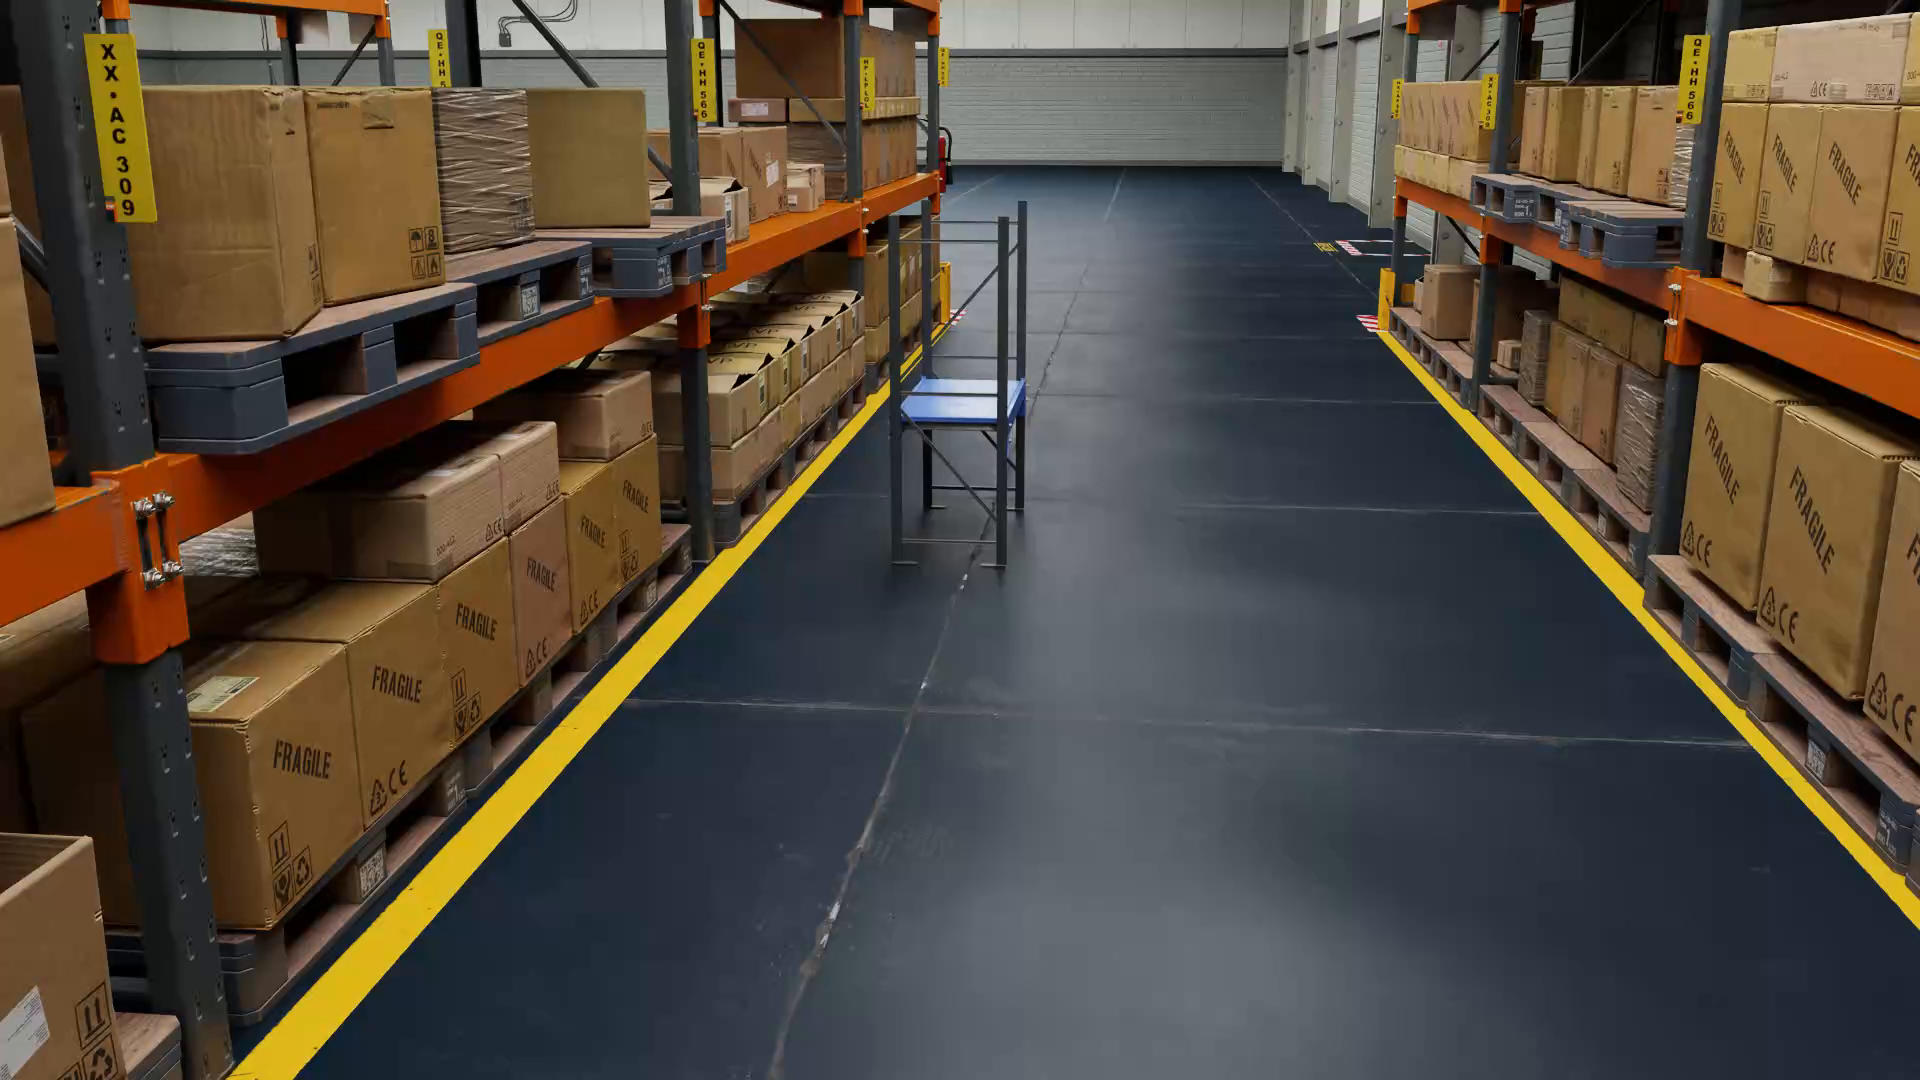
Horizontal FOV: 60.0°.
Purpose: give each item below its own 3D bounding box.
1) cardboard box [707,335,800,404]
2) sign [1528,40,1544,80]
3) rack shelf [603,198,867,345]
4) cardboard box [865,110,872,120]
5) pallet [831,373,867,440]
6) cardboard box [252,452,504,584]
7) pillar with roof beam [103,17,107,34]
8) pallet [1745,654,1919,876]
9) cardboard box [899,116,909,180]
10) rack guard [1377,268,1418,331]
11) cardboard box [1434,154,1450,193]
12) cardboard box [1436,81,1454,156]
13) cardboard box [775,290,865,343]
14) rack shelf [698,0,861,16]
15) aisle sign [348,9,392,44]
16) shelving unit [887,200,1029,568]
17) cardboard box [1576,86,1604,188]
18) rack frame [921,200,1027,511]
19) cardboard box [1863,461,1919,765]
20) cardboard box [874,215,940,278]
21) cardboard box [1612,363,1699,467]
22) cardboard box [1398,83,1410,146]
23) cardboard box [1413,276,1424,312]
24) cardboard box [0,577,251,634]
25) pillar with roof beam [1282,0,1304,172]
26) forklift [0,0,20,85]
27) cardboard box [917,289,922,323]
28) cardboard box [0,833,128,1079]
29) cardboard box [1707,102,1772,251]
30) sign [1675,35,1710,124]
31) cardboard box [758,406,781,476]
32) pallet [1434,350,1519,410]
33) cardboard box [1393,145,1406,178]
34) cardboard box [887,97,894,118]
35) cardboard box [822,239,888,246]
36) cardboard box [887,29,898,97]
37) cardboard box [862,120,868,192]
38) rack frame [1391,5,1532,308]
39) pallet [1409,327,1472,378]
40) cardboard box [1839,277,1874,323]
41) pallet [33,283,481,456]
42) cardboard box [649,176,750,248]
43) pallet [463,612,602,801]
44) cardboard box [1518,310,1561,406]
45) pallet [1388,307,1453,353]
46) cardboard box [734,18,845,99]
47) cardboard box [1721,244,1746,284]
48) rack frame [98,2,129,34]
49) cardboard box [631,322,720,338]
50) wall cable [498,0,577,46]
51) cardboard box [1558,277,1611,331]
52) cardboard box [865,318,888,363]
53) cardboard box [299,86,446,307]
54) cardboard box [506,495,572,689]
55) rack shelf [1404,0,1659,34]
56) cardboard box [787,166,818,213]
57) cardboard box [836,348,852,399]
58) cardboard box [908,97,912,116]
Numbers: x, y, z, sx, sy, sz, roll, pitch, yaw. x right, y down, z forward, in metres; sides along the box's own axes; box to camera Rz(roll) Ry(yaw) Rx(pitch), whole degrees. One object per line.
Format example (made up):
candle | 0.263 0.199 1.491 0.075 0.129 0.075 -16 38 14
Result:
cardboard box | -1.125 -0.907 8.658 0.500 0.311 0.500 1 15 5
sign | 4.788 -3.985 13.828 0.100 0.325 0.005 2 15 6
rack shelf | -1.361 -1.536 8.975 1.077 0.370 4.000 2 15 6
cardboard box | -0.829 -3.028 11.679 0.380 0.149 0.250 2 15 6
pallet | -1.180 -0.864 10.453 1.003 0.211 1.213 2 15 6
cardboard box | -1.628 -0.073 4.694 0.500 0.250 0.500 2 15 6
pillar with roof beam | -18.617 -14.566 44.289 9.100 9.000 0.400 2 15 6
pallet | 3.032 0.644 4.876 1.003 0.211 1.213 2 15 6
cardboard box | -0.804 -3.231 13.673 0.700 0.500 0.500 2 15 8
rack guard | 4.230 -2.068 14.354 1.175 0.500 0.348 2 15 6
cardboard box | 3.645 -2.586 11.729 0.500 0.250 0.500 2 15 6
cardboard box | 3.652 -2.948 11.631 0.500 0.500 0.500 1 15 5
cardboard box | -0.896 -1.435 10.611 0.500 0.311 0.500 2 15 6
rack shelf | -1.361 -2.984 8.584 1.077 0.370 4.000 2 15 6
aisle sign | -5.302 -4.851 14.877 0.394 0.787 0.004 2 15 6
shelving unit | 0.010 -0.746 7.548 0.538 1.500 1.048 2 15 6
cardboard box | 3.583 -2.071 8.539 0.700 0.500 0.500 4 16 14
rack frame | 0.067 -0.878 8.036 0.500 1.500 0.032 2 15 6
cardboard box | 2.926 0.249 4.307 0.750 0.750 0.750 2 15 8
cardboard box | -0.449 -2.529 14.296 0.500 0.500 0.500 2 15 6
cardboard box | 3.539 -0.544 7.874 0.700 0.500 0.500 2 15 6
cardboard box | 3.886 -3.479 13.594 0.500 0.500 0.500 2 15 6
cardboard box | 4.071 -2.032 13.740 0.500 0.311 0.500 0 15 0
cardboard box | -2.203 0.402 4.373 0.500 0.500 0.500 2 15 6
pillar with roof beam | 4.127 -13.891 41.796 9.100 9.000 0.400 2 15 6
forklift | -4.472 -1.305 6.872 1.130 2.935 3.031 4 16 15
cardboard box | -0.550 -1.908 13.433 0.500 0.250 0.500 2 15 6
cardboard box | -1.820 0.823 2.818 0.500 0.500 0.500 2 15 6
cardboard box | 3.027 -1.303 5.935 0.500 0.500 0.500 2 15 8
sign | 2.796 -1.754 6.336 0.100 0.325 0.005 2 15 6
cardboard box | -1.180 -0.498 8.220 0.500 0.250 0.500 1 15 5
pallet | 3.828 -1.087 11.276 1.003 0.211 1.213 2 15 6
cardboard box | 3.868 -3.115 13.684 0.500 0.250 0.500 1 15 5
cardboard box | -0.710 -3.294 12.664 0.380 0.149 0.250 1 15 5
cardboard box | -0.723 -1.881 11.897 0.500 0.500 0.500 2 15 6
cardboard box | -0.865 -3.713 12.968 0.700 0.500 0.500 2 15 6
cardboard box | -1.038 -2.703 11.720 0.700 0.500 0.500 2 15 6
rack frame | 4.239 -3.295 14.100 1.000 3.000 0.127 2 15 6
pallet | 3.963 -1.404 12.449 1.003 0.211 1.213 2 15 6
cardboard box | 2.991 -0.762 5.176 0.380 0.149 0.250 2 15 7
pallet | -1.839 -0.439 3.906 1.003 0.211 1.213 2 15 6
cardboard box | -1.293 -1.548 7.812 0.500 0.311 0.500 2 15 6
pallet | -1.848 0.489 5.448 1.003 0.211 1.213 2 15 6
cardboard box | 3.721 -1.072 9.825 0.700 0.500 0.500 2 15 8
pallet | 4.103 -1.719 13.616 1.003 0.211 1.213 2 15 6
cardboard box | -1.091 -3.192 11.044 0.700 0.500 0.500 2 15 7
cardboard box | 3.069 -1.030 6.167 0.380 0.149 0.250 1 15 5
rack frame | -6.056 -2.549 11.343 1.000 3.000 0.127 2 15 6
cardboard box | -1.602 -1.050 9.187 0.500 0.311 0.500 2 15 8
wall cable | -11.817 -16.775 45.946 2.305 6.003 0.169 2 15 6
cardboard box | 3.674 -1.319 9.304 0.500 0.250 0.500 1 15 5
cardboard box | -0.782 -1.389 11.516 0.500 0.250 0.500 2 15 6
cardboard box | -1.748 -0.875 4.155 0.700 0.500 0.500 4 16 15
cardboard box | -1.571 0.149 5.309 0.500 0.500 0.500 1 15 4
rack shelf | 4.013 -3.877 11.884 1.077 0.370 4.000 2 15 6
cardboard box | -1.052 -2.104 9.954 0.396 0.266 0.258 1 15 5
cardboard box | -0.953 -1.030 10.190 0.500 0.250 0.500 1 15 5
cardboard box | -0.594 -3.562 13.655 0.380 0.149 0.250 1 15 5
